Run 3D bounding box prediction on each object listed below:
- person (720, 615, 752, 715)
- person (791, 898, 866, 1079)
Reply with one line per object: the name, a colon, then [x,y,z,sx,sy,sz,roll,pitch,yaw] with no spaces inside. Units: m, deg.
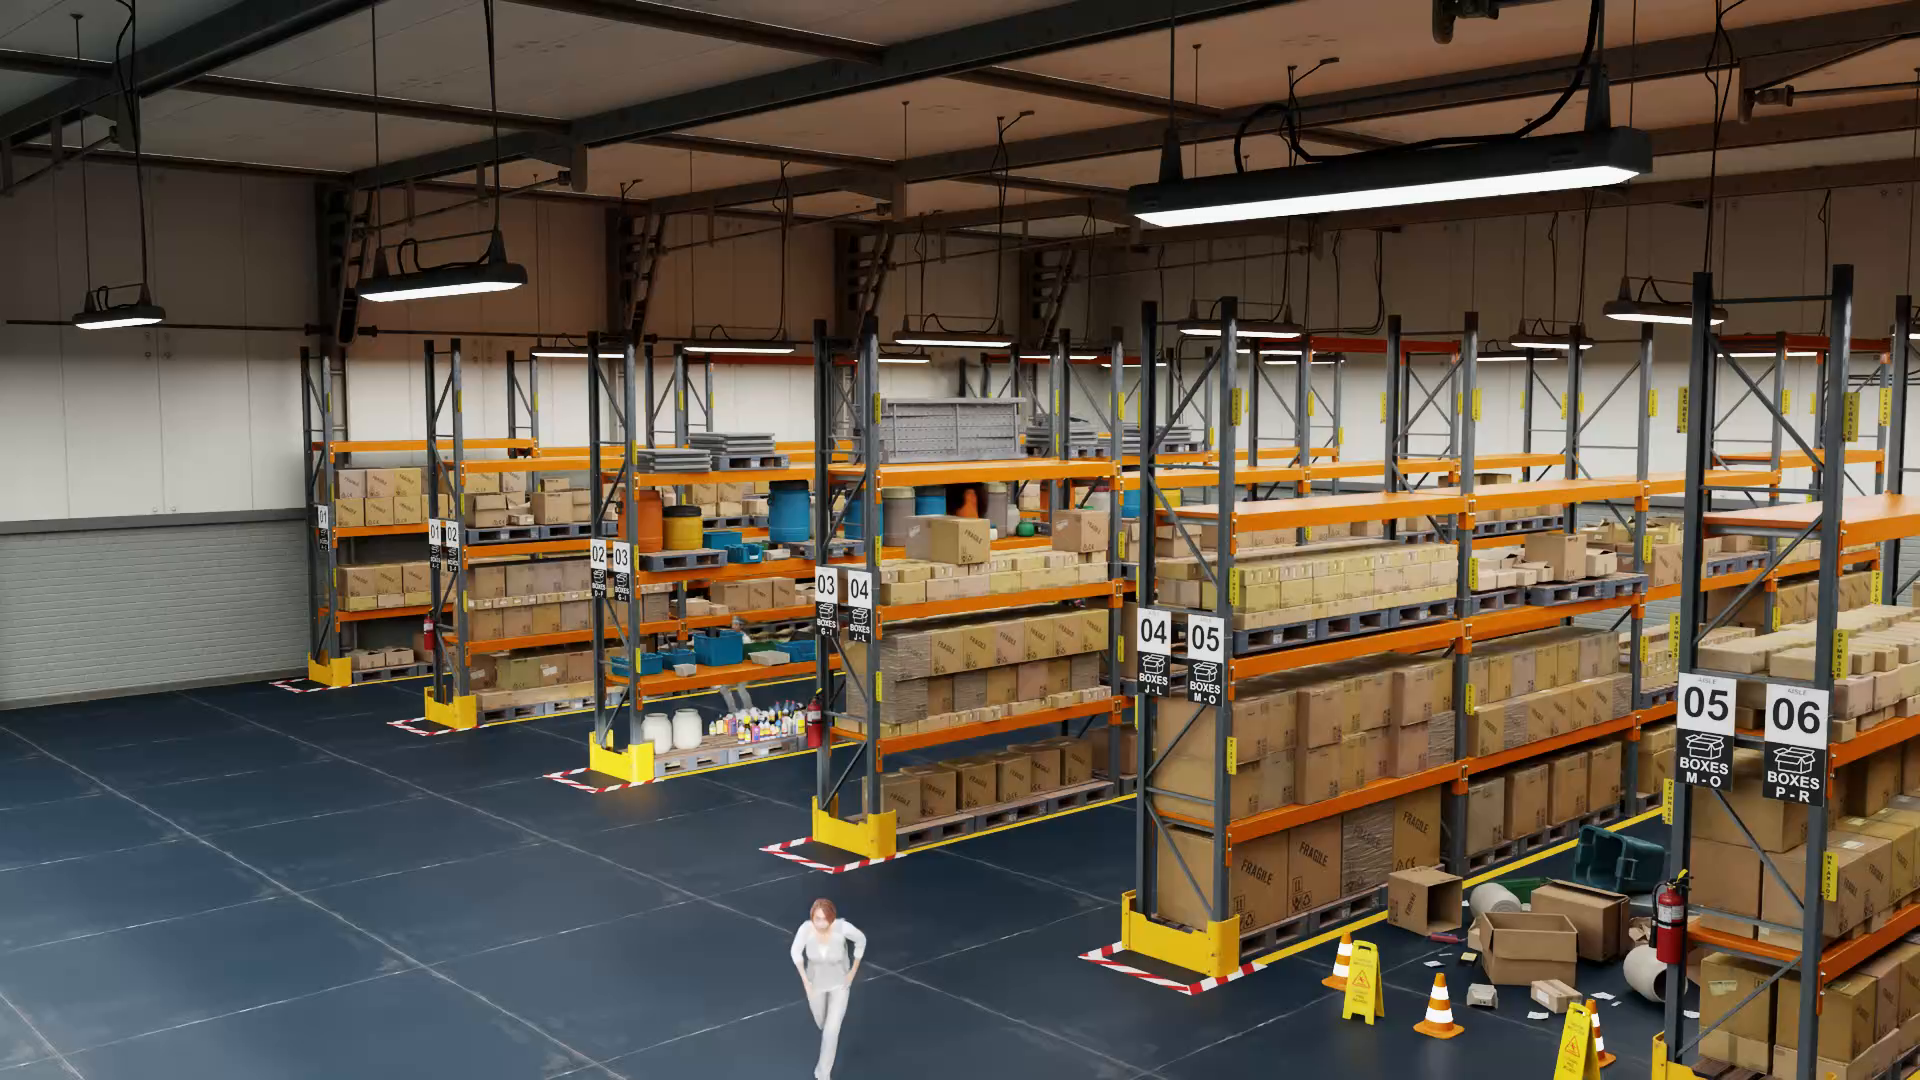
person: [-3.519,2.030,26.178,0.588,1.716,0.695,3,6,32]
person: [-0.975,3.388,12.418,0.559,1.438,0.896,0,5,-2]
